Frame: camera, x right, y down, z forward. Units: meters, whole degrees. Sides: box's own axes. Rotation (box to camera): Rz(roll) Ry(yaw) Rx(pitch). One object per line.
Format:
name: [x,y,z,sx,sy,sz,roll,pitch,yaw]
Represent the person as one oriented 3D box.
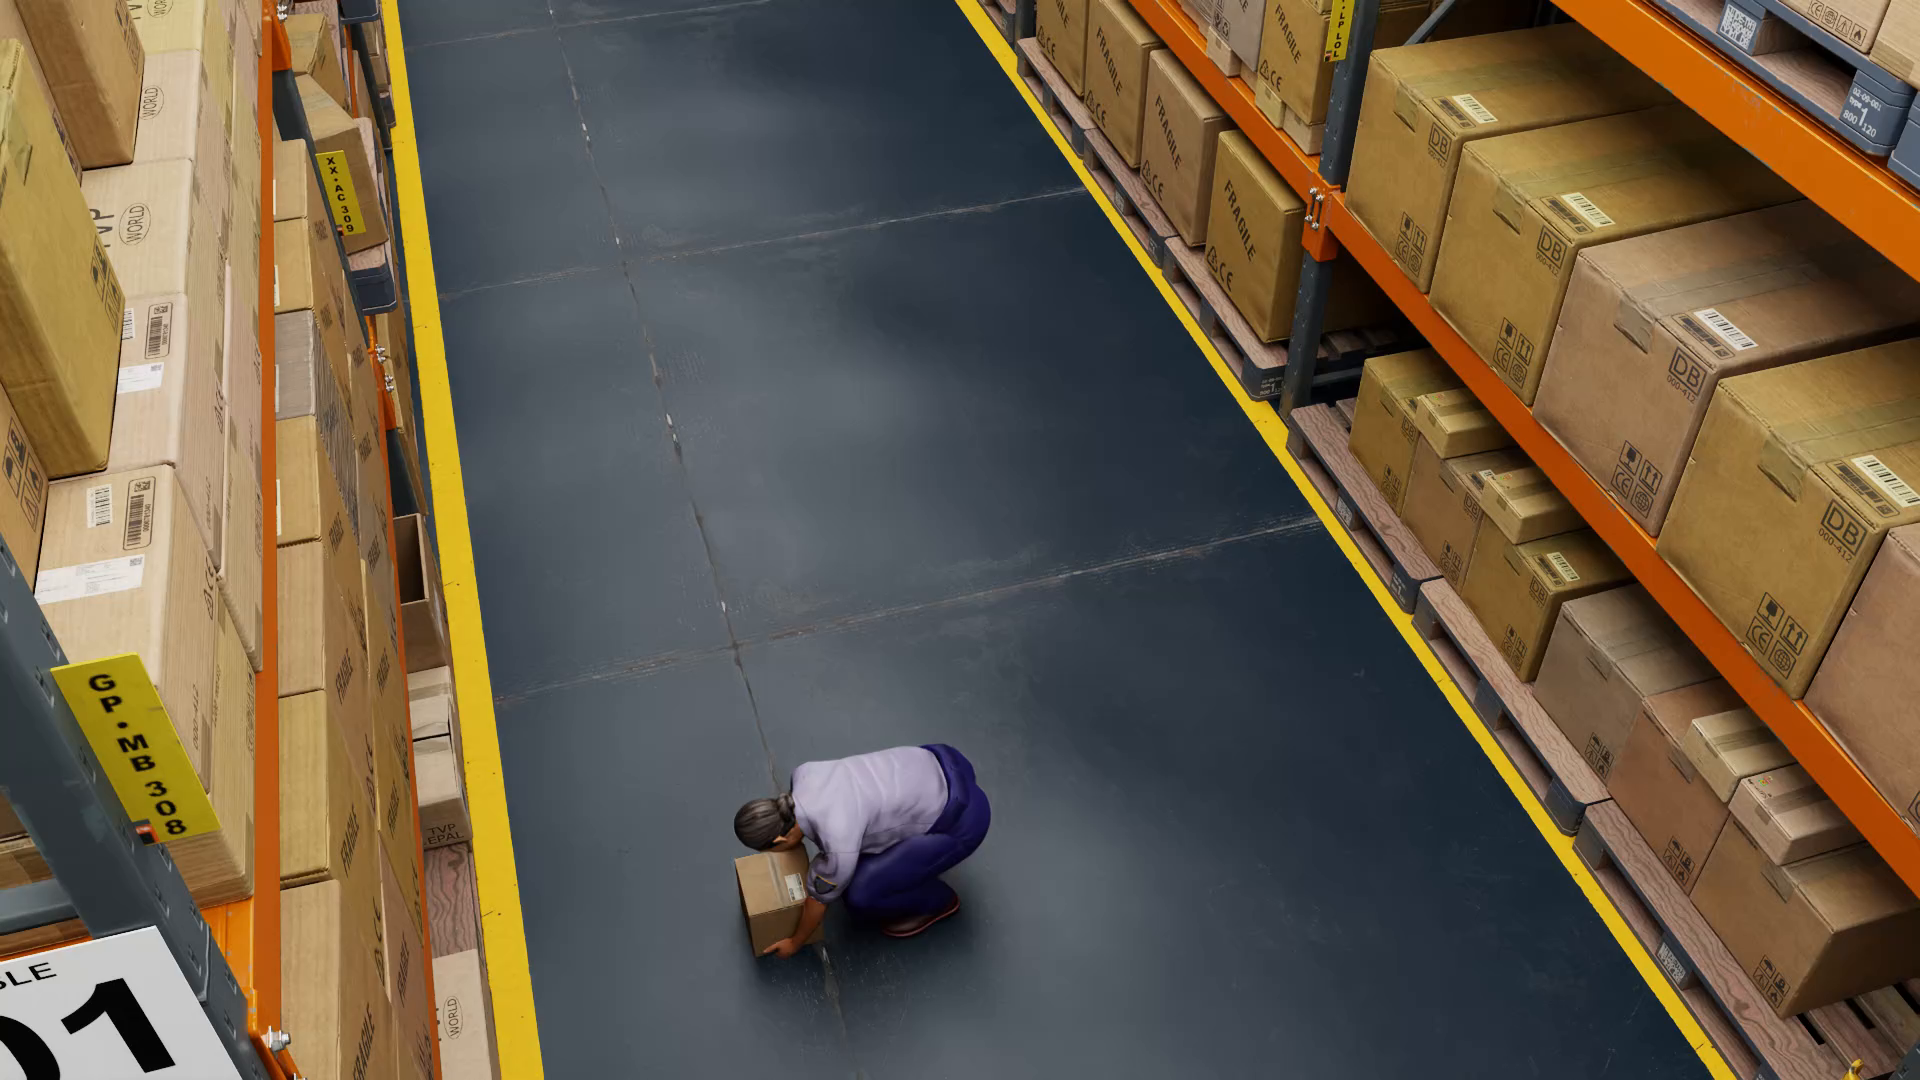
person: [-0.333,1.031,5.743,0.874,0.761,0.510,-13,44,-14]
